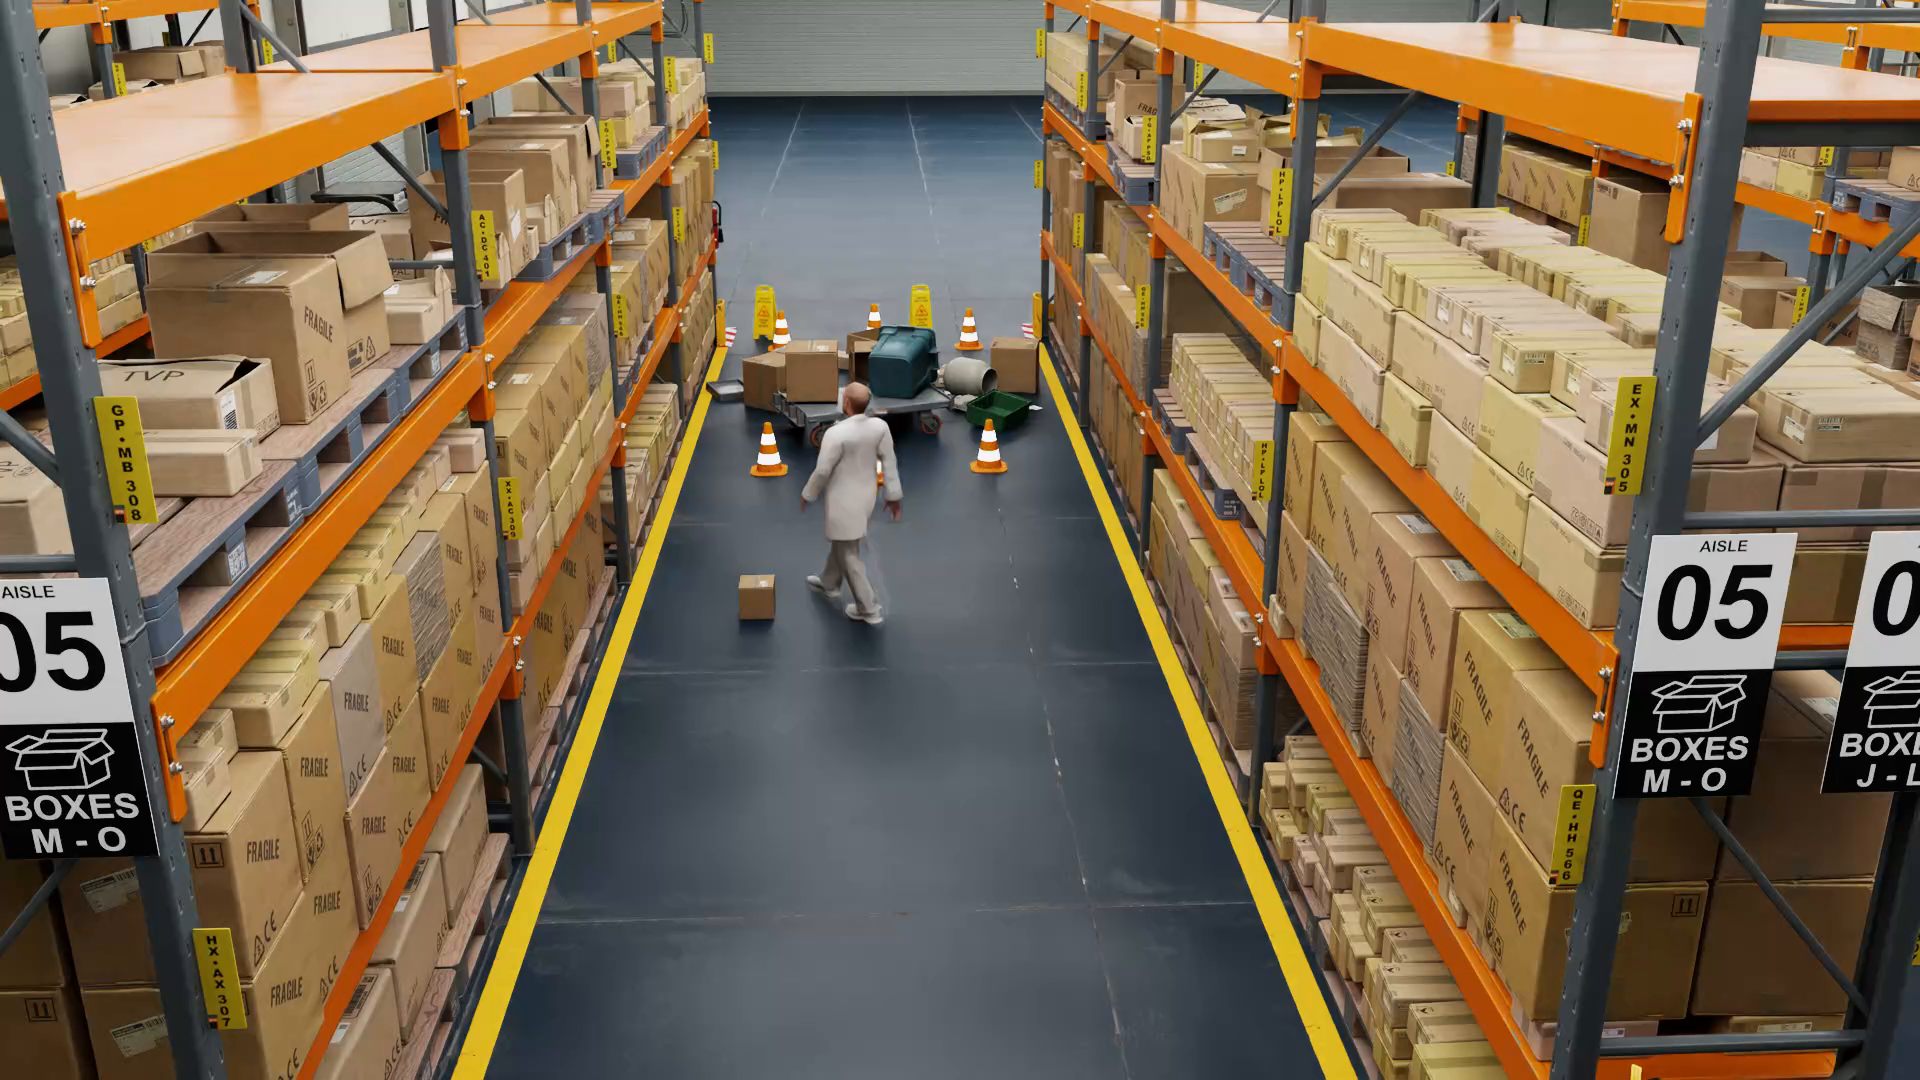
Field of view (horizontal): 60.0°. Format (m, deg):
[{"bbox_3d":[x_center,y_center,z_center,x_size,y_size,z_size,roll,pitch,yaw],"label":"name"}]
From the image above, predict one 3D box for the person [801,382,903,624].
[{"bbox_3d":[-0.883,-0.315,11.934,0.946,1.739,0.654,17,26,39],"label":"person"}]
